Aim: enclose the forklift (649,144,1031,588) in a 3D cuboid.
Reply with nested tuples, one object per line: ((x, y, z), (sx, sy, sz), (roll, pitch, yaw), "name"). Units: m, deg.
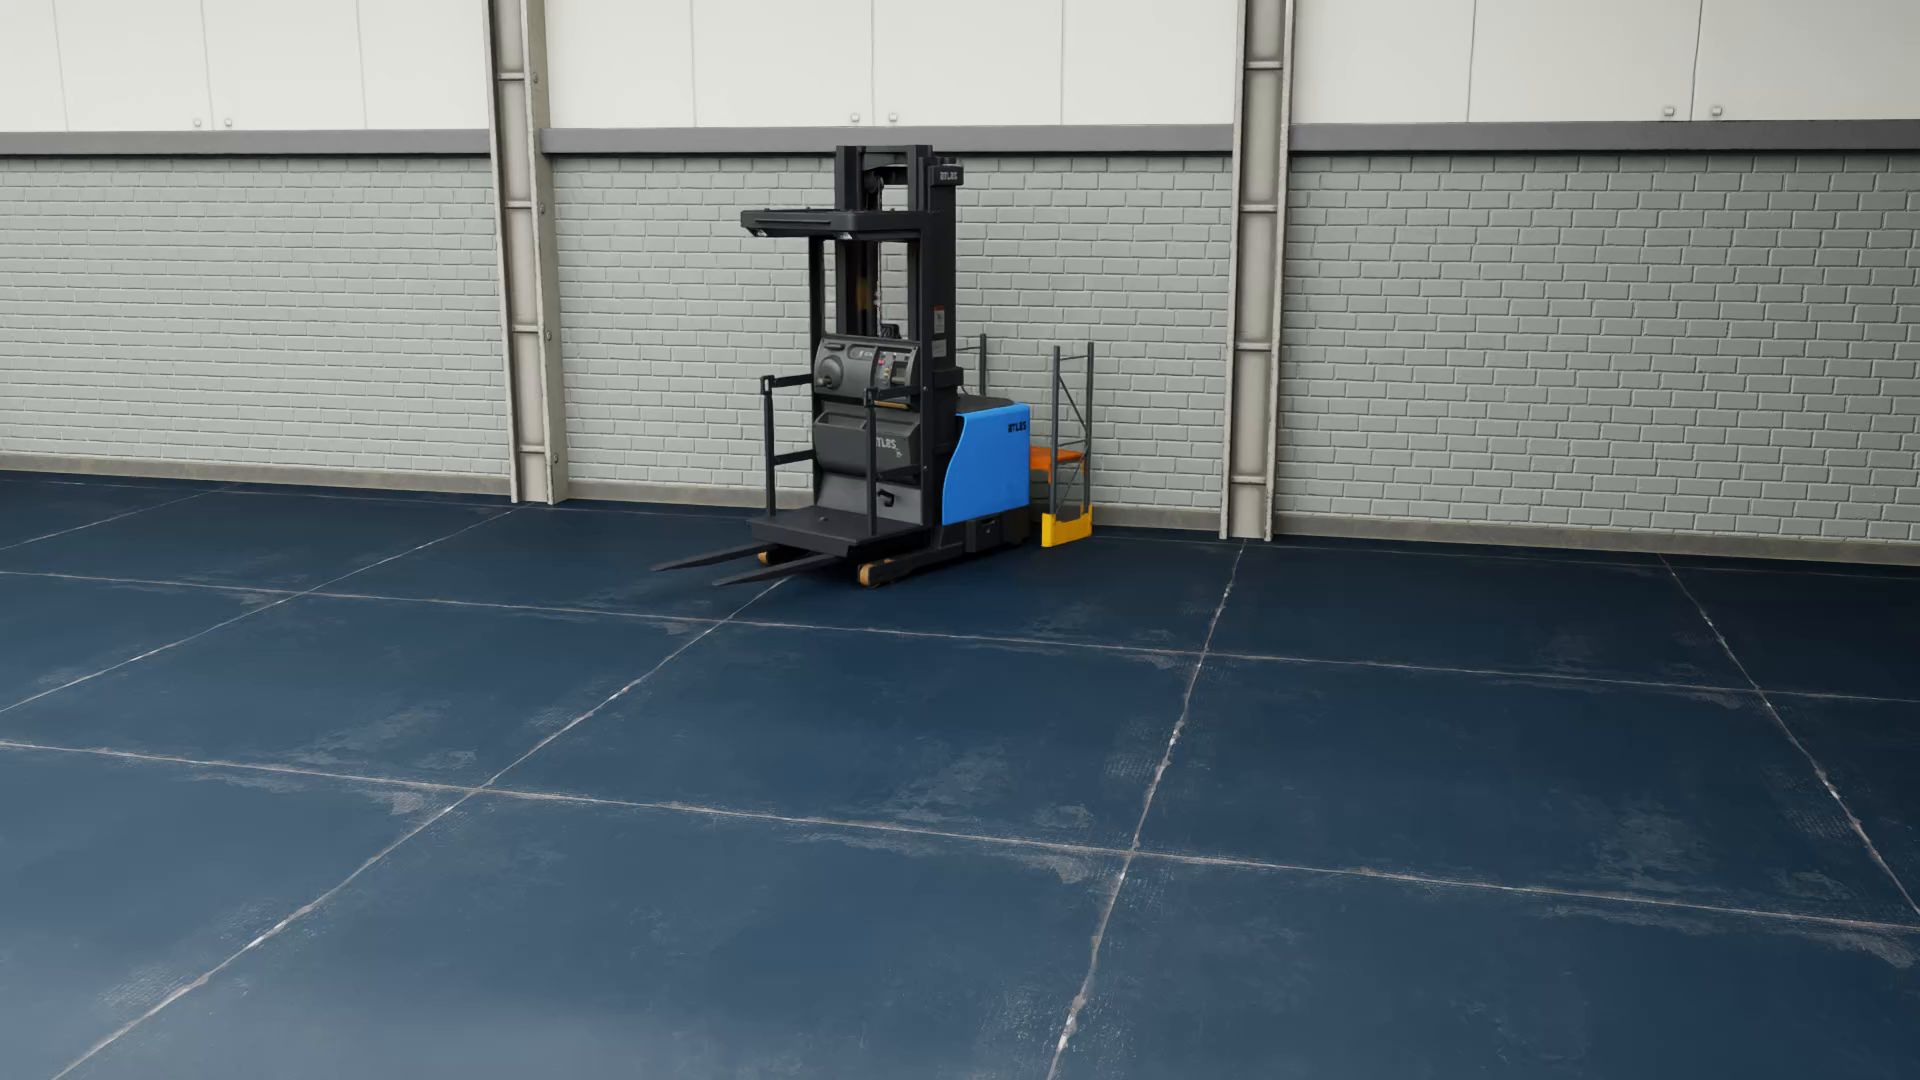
((-0.799, -1.227, 11.499), (1.130, 2.935, 3.031), (10, 16, 39), "forklift")

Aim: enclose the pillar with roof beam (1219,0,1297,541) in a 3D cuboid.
((1.191, -3.521, 7.830), (0.400, 9.000, 9.100), (3, 13, 14), "pillar with roof beam")

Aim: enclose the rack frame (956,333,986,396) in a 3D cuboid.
((0.036, -0.864, 13.145), (0.032, 1.500, 0.500), (10, 15, 37), "rack frame")

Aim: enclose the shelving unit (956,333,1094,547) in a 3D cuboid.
((0.431, -0.797, 12.848), (1.083, 1.500, 0.587), (10, 15, 37), "shelving unit")

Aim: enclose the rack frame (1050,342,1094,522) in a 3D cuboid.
((0.841, -0.727, 12.540), (0.032, 1.500, 0.500), (10, 15, 37), "rack frame")

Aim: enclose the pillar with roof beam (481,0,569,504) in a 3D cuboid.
((-4.634, -3.833, 9.233), (0.400, 9.000, 9.100), (3, 13, 14), "pillar with roof beam")

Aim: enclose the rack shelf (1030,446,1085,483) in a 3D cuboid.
((0.436, -0.619, 12.880), (1.000, 0.185, 0.538), (10, 15, 37), "rack shelf")

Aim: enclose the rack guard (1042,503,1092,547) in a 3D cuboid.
((0.819, -0.118, 12.681), (0.087, 0.250, 0.587), (10, 15, 37), "rack guard")
